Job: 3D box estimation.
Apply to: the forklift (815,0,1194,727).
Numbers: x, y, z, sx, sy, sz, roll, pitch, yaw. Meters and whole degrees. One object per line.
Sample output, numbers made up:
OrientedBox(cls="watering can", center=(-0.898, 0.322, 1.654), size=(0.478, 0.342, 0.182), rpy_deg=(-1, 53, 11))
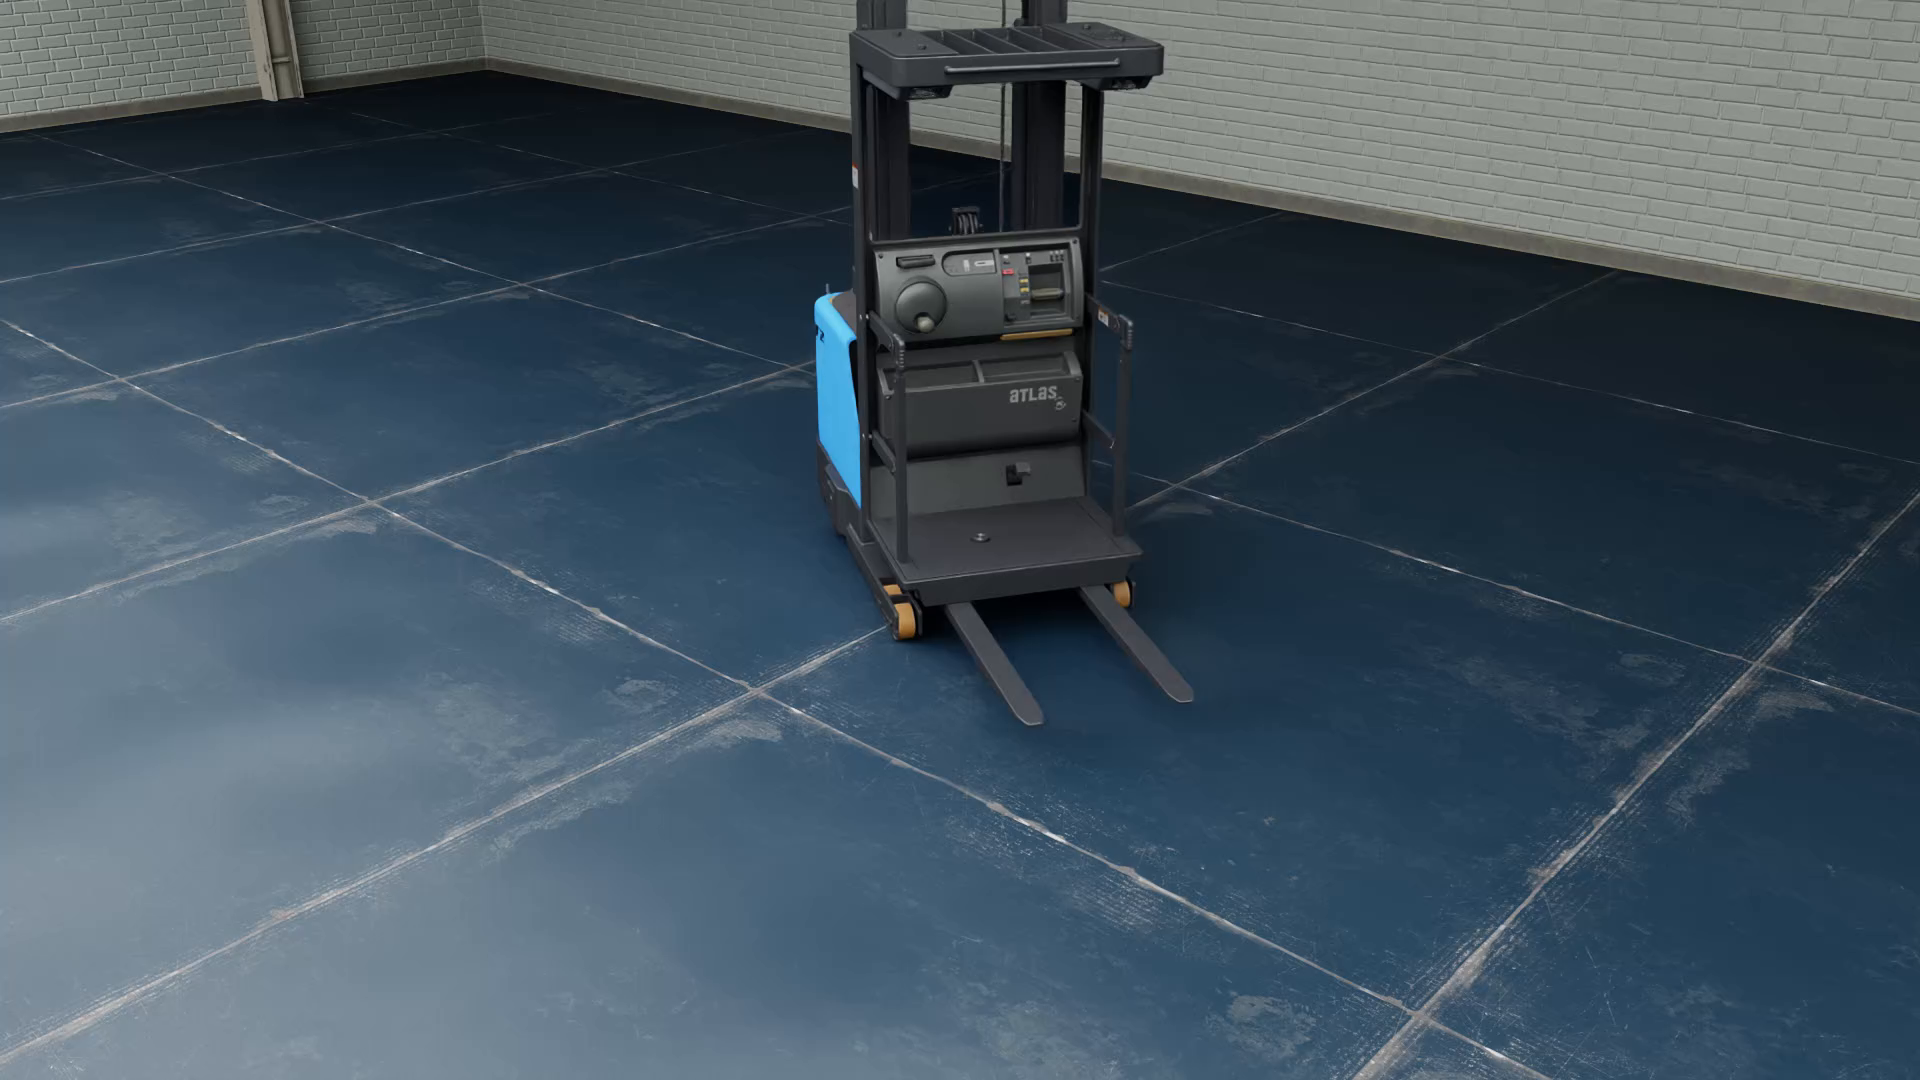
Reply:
OrientedBox(cls="forklift", center=(0.152, -1.079, 7.073), size=(1.130, 2.935, 3.031), rpy_deg=(-7, 25, -15))

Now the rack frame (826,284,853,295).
OrientedBox(cls="rack frame", center=(-0.604, -0.827, 8.803), size=(0.200, 1.050, 0.008), rpy_deg=(16, 28, 35))

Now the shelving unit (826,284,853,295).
OrientedBox(cls="shelving unit", center=(-0.530, -0.867, 8.891), size=(0.215, 1.050, 0.252), rpy_deg=(16, 28, 35))

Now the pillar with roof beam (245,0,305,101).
OrientedBox(cls="pillar with roof beam", center=(-5.043, -8.320, 15.807), size=(9.100, 9.000, 0.400), rpy_deg=(20, 31, 38))
